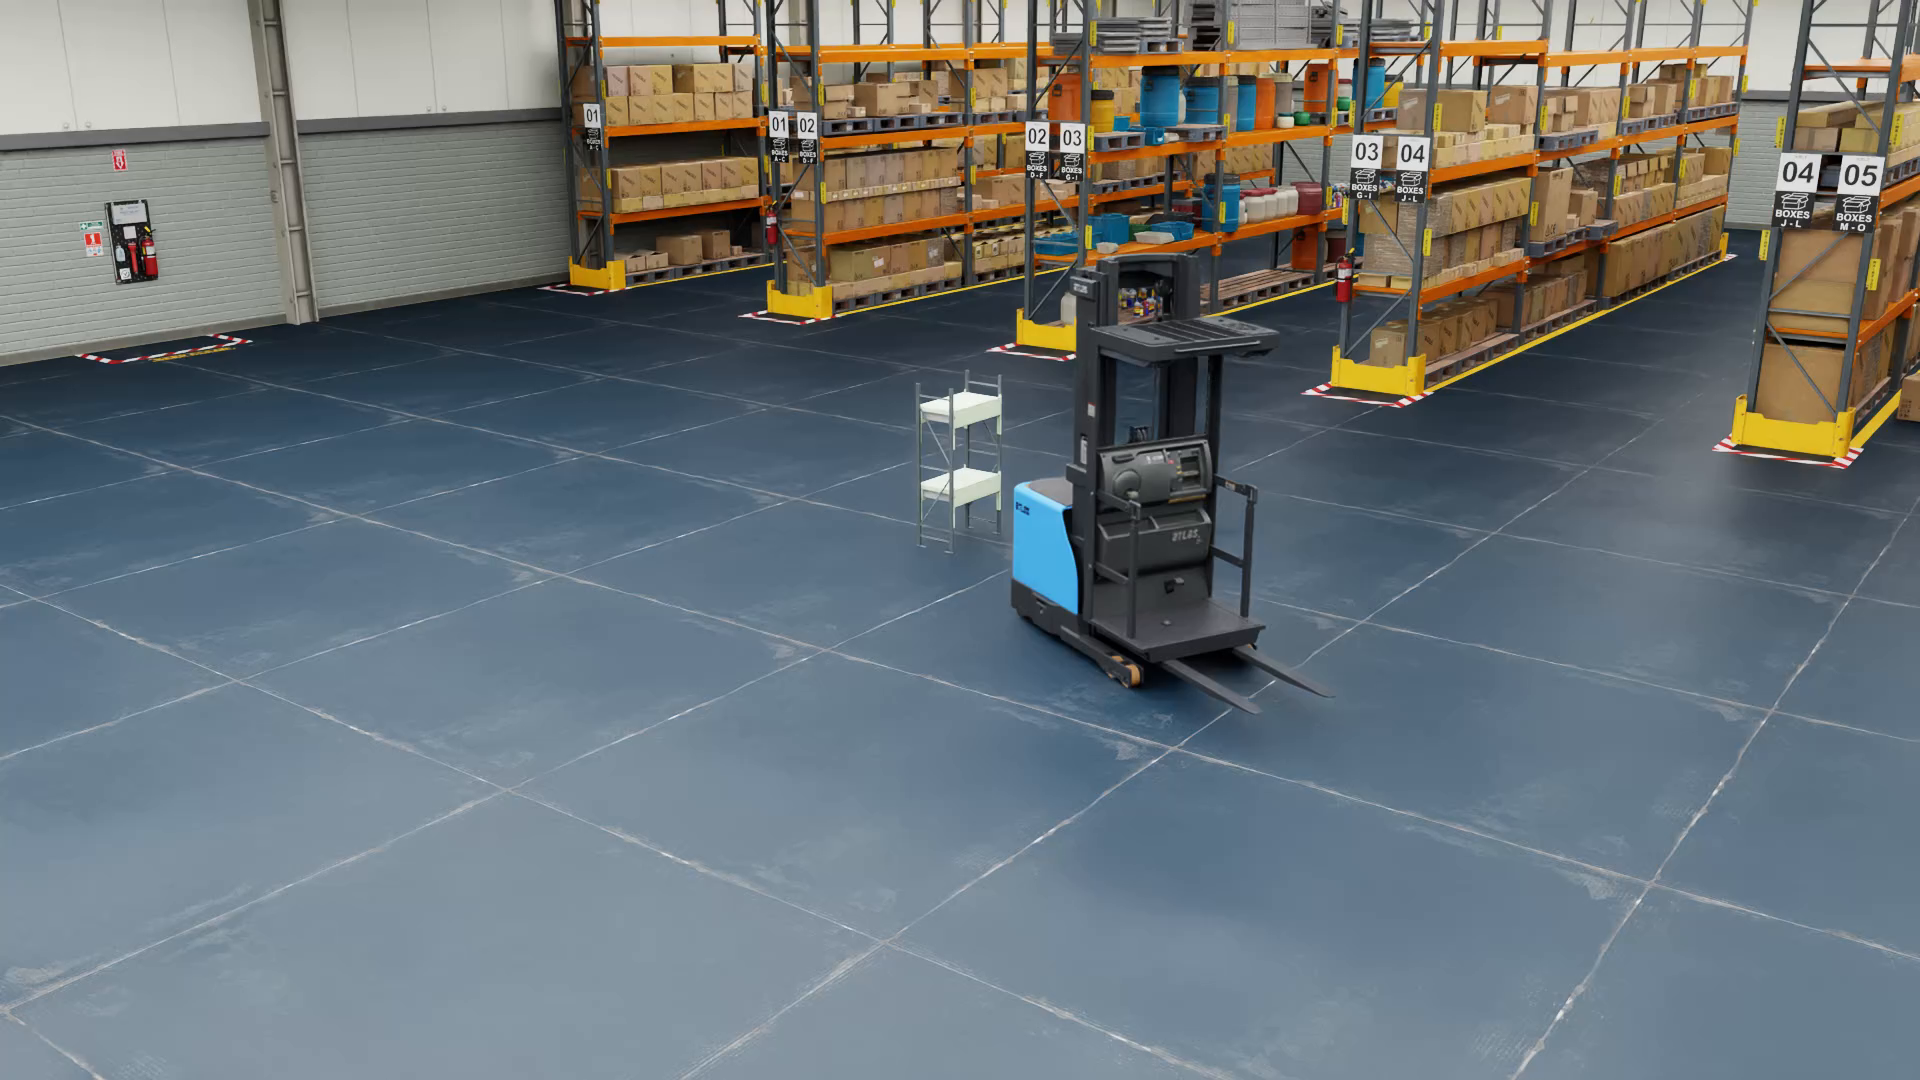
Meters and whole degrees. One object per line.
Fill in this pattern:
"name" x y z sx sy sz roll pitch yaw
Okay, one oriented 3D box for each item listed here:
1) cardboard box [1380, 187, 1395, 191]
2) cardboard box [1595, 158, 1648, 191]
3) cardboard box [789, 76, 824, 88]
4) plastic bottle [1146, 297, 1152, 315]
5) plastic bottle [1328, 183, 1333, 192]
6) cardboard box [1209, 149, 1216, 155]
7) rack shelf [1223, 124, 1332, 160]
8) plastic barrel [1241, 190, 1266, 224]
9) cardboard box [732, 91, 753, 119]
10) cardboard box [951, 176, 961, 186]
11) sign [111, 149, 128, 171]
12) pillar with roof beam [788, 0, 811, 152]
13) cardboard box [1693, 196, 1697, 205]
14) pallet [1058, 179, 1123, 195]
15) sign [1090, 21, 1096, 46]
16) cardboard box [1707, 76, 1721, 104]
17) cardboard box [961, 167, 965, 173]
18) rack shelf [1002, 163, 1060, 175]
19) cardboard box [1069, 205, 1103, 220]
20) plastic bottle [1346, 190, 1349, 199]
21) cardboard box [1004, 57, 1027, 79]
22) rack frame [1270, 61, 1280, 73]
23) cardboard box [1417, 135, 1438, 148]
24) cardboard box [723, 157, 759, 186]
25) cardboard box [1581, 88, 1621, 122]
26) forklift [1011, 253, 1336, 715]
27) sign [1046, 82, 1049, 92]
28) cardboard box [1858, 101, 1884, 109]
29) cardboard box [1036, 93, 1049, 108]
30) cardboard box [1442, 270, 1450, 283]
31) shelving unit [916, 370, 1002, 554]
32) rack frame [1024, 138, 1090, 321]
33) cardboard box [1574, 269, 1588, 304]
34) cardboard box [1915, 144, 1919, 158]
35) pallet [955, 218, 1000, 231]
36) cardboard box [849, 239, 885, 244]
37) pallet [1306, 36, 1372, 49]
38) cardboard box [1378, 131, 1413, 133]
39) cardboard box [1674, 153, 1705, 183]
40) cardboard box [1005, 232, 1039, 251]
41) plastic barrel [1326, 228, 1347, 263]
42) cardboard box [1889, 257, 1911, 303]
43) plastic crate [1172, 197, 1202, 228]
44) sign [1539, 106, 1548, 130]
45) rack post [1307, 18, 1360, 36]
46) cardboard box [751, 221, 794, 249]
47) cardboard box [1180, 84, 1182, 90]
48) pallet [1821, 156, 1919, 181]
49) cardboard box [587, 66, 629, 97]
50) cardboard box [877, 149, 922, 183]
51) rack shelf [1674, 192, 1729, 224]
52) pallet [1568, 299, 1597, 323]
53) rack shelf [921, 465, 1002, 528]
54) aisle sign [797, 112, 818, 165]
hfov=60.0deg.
"cardboard box" 5.777 -4.337 21.803 0.500 0.500 0.500 12 21 35
"cardboard box" 11.355 -6.294 28.601 0.797 0.503 0.637 13 22 36
"cardboard box" -3.071 -9.044 33.382 0.500 0.500 0.500 12 21 33
"plastic bottle" 2.912 -3.616 25.695 0.097 0.271 0.097 0 17 0
"plastic bottle" 7.041 -6.683 31.794 0.144 0.351 0.185 12 21 35
"cardboard box" 5.365 -8.695 36.339 0.500 0.500 0.500 12 21 33
"rack shelf" 4.952 -6.768 28.143 1.077 0.370 4.000 12 21 35
"plastic barrel" 4.944 -5.632 28.099 0.433 0.535 0.433 0 17 0
"cardboard box" -4.300 -8.279 31.592 0.500 0.500 0.500 13 22 36
"cardboard box" -0.206 -6.334 29.327 0.380 0.149 0.250 12 21 35
"sign" -12.020 -5.432 23.777 0.001 0.298 0.199 12 21 35
"pillar with roof beam" 0.175 -9.854 31.808 9.100 9.000 0.400 12 21 35
"cardboard box" 13.569 -6.374 31.142 0.380 0.149 0.250 12 21 34
"pallet" 2.515 -7.114 33.425 1.213 0.211 1.003 12 21 35
"sign" 1.816 -6.917 22.704 0.100 0.325 0.005 12 21 35
"cardboard box" 14.189 -8.669 32.003 0.700 0.500 0.500 12 21 33
"cardboard box" -0.035 -8.380 37.569 0.380 0.149 0.250 12 21 35
"rack shelf" 1.762 -8.992 40.361 1.077 0.370 4.000 12 21 35
"cardboard box" 2.567 -6.685 33.927 0.500 0.250 0.500 13 22 37
"plastic bottle" 7.191 -6.335 30.789 0.061 0.283 0.133 12 21 35
"cardboard box" 1.221 -10.947 38.497 0.500 0.500 0.500 12 21 34
"rack frame" 6.934 -11.802 38.083 1.000 3.000 0.127 12 21 35
"cardboard box" 5.704 -4.951 20.659 0.380 0.149 0.250 12 21 34
"cardboard box" -4.229 -7.083 31.954 0.500 0.500 0.500 12 21 35
"cardboard box" 10.038 -6.842 26.155 0.500 0.500 0.500 13 22 36
"forklift" 1.529 -0.497 11.909 1.130 2.935 3.031 -9 19 -26
"sign" 1.733 -8.808 32.625 0.100 0.325 0.005 12 21 35
"cardboard box" 11.171 -5.342 20.540 0.380 0.149 0.250 13 21 35
"cardboard box" 1.645 -8.347 31.559 0.500 0.250 0.500 13 22 36
"cardboard box" 6.174 -3.457 21.749 0.380 0.149 0.250 12 21 35
"shelving unit" -0.004 -0.715 15.022 0.431 1.500 0.755 12 21 35
"rack frame" 1.377 -4.250 23.879 1.000 3.000 0.127 12 21 35
"cardboard box" 9.738 -4.134 26.977 0.700 0.500 0.500 11 20 32
"cardboard box" 10.792 -4.481 19.112 0.380 0.149 0.250 12 21 35
"pallet" 0.171 -7.330 38.499 1.003 0.211 1.213 12 21 35
"cardboard box" -1.635 -4.912 28.674 0.500 0.500 0.500 12 21 35
"pallet" 6.598 -8.906 29.748 1.213 0.211 1.003 12 21 35
"cardboard box" 5.594 -5.174 21.375 0.380 0.149 0.250 11 21 32
"cardboard box" 13.601 -6.971 31.128 0.500 0.500 0.500 12 21 33
"cardboard box" 1.146 -5.655 31.386 0.500 0.311 0.500 13 22 36
"plastic barrel" 7.094 -5.593 31.562 0.600 0.588 0.708 12 21 35
"cardboard box" 11.141 -3.274 20.482 0.875 0.550 0.550 12 21 35
"plastic crate" 3.803 -5.403 27.483 0.402 0.464 0.583 12 21 35
"sign" 8.178 -5.913 23.304 0.100 0.325 0.005 12 21 35
"rack post" 6.542 -9.165 29.716 0.954 0.300 0.937 12 21 35
"cardboard box" -3.771 -6.148 33.464 0.700 0.500 0.500 13 22 37
"cardboard box" 5.040 -9.656 35.639 0.500 0.250 0.500 12 21 35
"pallet" 10.438 -4.335 19.244 1.003 0.211 1.213 12 21 35
"cardboard box" -6.155 -8.017 29.063 0.500 0.500 0.500 11 20 31
"cardboard box" -1.074 -6.400 28.446 0.700 0.500 0.500 12 21 35
"rack shelf" 13.696 -6.366 31.905 1.077 0.370 4.000 12 21 35
"pallet" 9.655 -3.763 27.012 1.003 0.211 1.213 12 21 35
"rack shelf" -0.004 -0.403 15.119 0.431 0.370 0.720 12 21 35
"aisle sign" -2.392 -6.298 26.091 0.394 0.787 0.004 12 21 35
